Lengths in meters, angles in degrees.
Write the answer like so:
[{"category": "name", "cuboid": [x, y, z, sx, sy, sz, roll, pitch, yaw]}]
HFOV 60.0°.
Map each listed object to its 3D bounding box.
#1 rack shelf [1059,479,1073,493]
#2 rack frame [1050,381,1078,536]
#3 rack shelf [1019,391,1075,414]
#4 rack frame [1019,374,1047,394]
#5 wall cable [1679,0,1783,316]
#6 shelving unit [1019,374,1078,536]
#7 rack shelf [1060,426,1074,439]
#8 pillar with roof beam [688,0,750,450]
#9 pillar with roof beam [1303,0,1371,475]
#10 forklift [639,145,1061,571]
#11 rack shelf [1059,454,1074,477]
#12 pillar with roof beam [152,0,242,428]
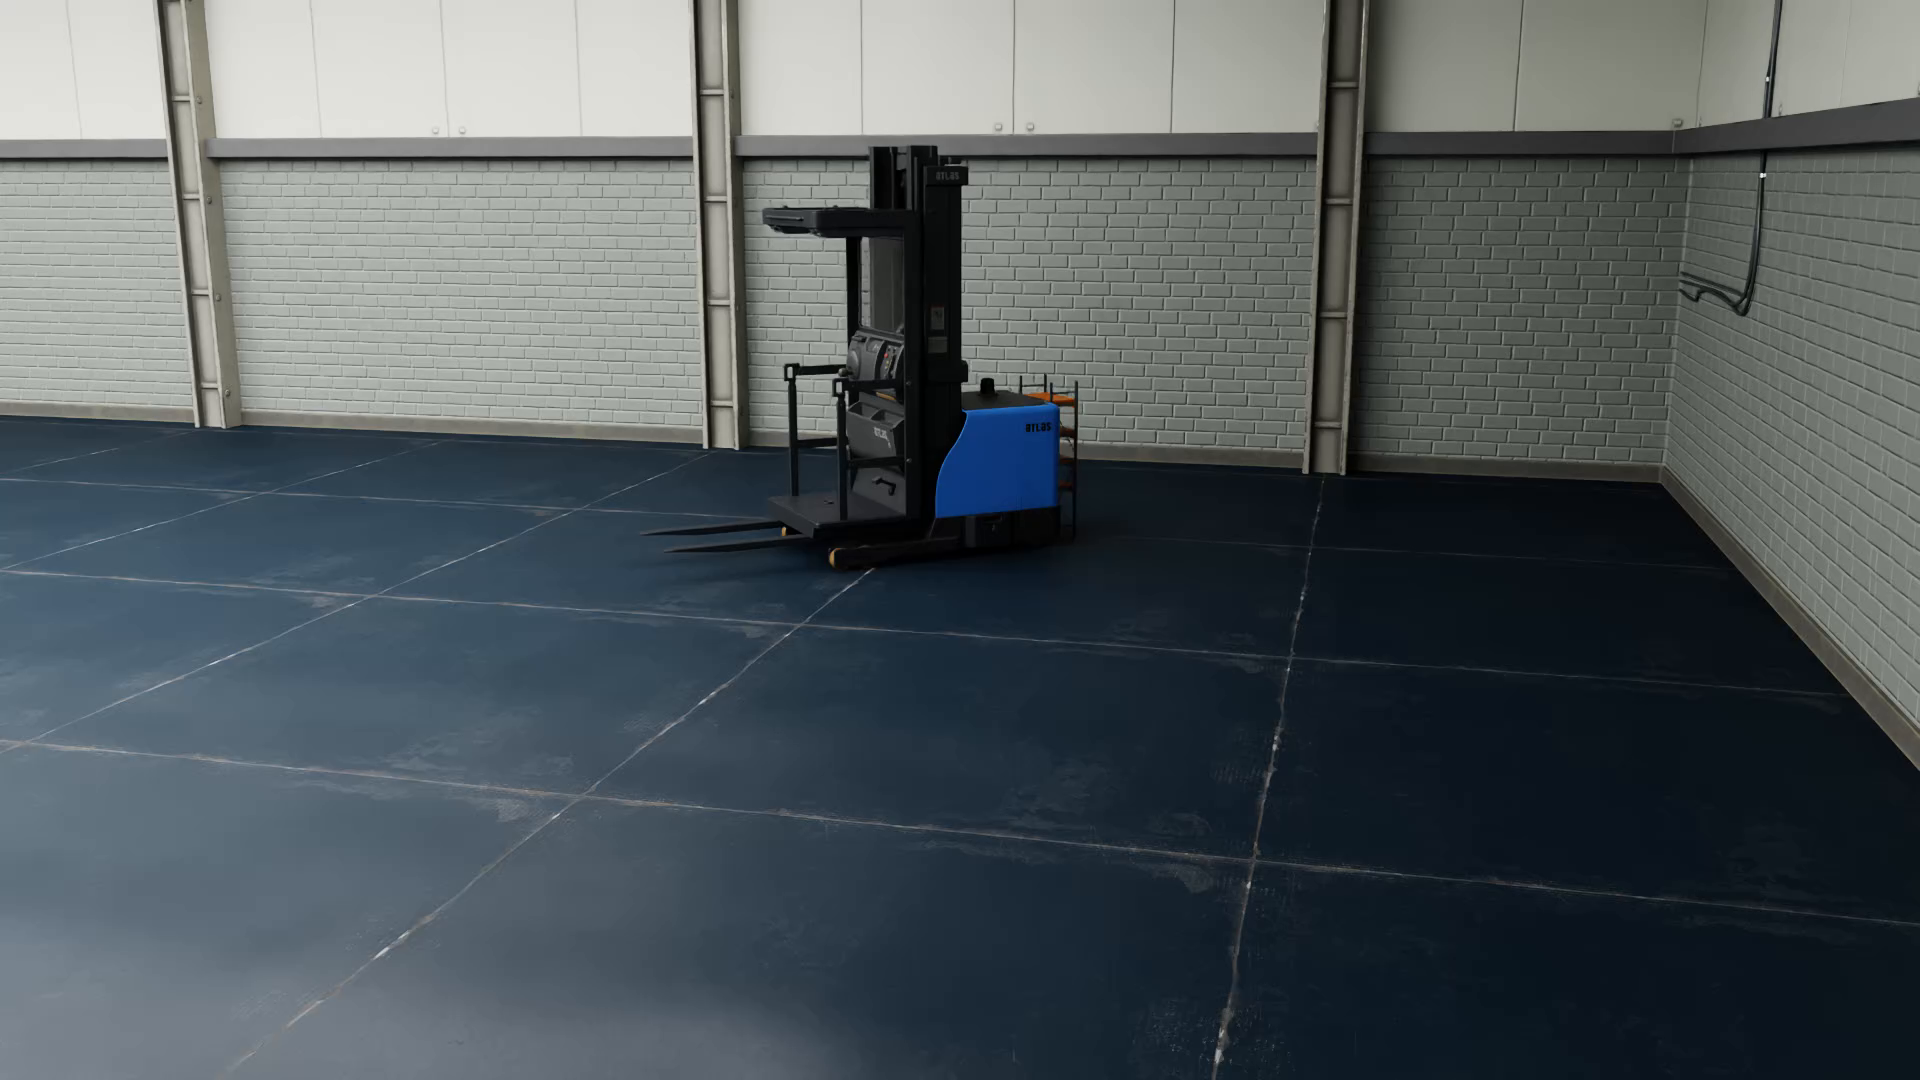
[{"category": "rack shelf", "cuboid": [0.681, -0.400, 12.995, 0.258, 0.148, 0.480, -6, 14, -26]}, {"category": "rack frame", "cuboid": [0.788, -0.612, 12.724, 0.240, 1.200, 0.015, -6, 14, -26]}, {"category": "rack shelf", "cuboid": [0.681, -1.044, 12.853, 0.258, 0.148, 0.480, -6, 14, -26]}, {"category": "rack frame", "cuboid": [0.573, -0.707, 13.152, 0.240, 1.200, 0.015, -6, 14, -26]}, {"category": "wall cable", "cuboid": [5.976, -3.092, 13.065, 0.112, 2.526, 3.097, 3, 13, 14]}, {"category": "shelving unit", "cuboid": [0.681, -0.660, 12.938, 0.258, 1.200, 0.503, -6, 14, -26]}, {"category": "rack shelf", "cuboid": [0.681, -0.813, 12.904, 0.258, 0.148, 0.480, -6, 14, -26]}, {"category": "pillar with roof beam", "cuboid": [-3.424, -4.445, 11.994, 0.400, 9.000, 9.100, 3, 13, 14]}, {"category": "pillar with roof beam", "cuboid": [2.402, -4.134, 10.591, 0.400, 9.000, 9.100, 3, 13, 14]}, {"category": "forklift", "cuboid": [-0.800, -1.343, 12.020, 3.031, 2.935, 1.130, -6, 14, -25]}, {"category": "rack shelf", "cuboid": [0.681, -0.594, 12.952, 0.258, 0.148, 0.480, -6, 14, -26]}, {"category": "pillar with roof beam", "cuboid": [-9.249, -4.757, 13.398, 0.400, 9.000, 9.100, 3, 13, 14]}]
